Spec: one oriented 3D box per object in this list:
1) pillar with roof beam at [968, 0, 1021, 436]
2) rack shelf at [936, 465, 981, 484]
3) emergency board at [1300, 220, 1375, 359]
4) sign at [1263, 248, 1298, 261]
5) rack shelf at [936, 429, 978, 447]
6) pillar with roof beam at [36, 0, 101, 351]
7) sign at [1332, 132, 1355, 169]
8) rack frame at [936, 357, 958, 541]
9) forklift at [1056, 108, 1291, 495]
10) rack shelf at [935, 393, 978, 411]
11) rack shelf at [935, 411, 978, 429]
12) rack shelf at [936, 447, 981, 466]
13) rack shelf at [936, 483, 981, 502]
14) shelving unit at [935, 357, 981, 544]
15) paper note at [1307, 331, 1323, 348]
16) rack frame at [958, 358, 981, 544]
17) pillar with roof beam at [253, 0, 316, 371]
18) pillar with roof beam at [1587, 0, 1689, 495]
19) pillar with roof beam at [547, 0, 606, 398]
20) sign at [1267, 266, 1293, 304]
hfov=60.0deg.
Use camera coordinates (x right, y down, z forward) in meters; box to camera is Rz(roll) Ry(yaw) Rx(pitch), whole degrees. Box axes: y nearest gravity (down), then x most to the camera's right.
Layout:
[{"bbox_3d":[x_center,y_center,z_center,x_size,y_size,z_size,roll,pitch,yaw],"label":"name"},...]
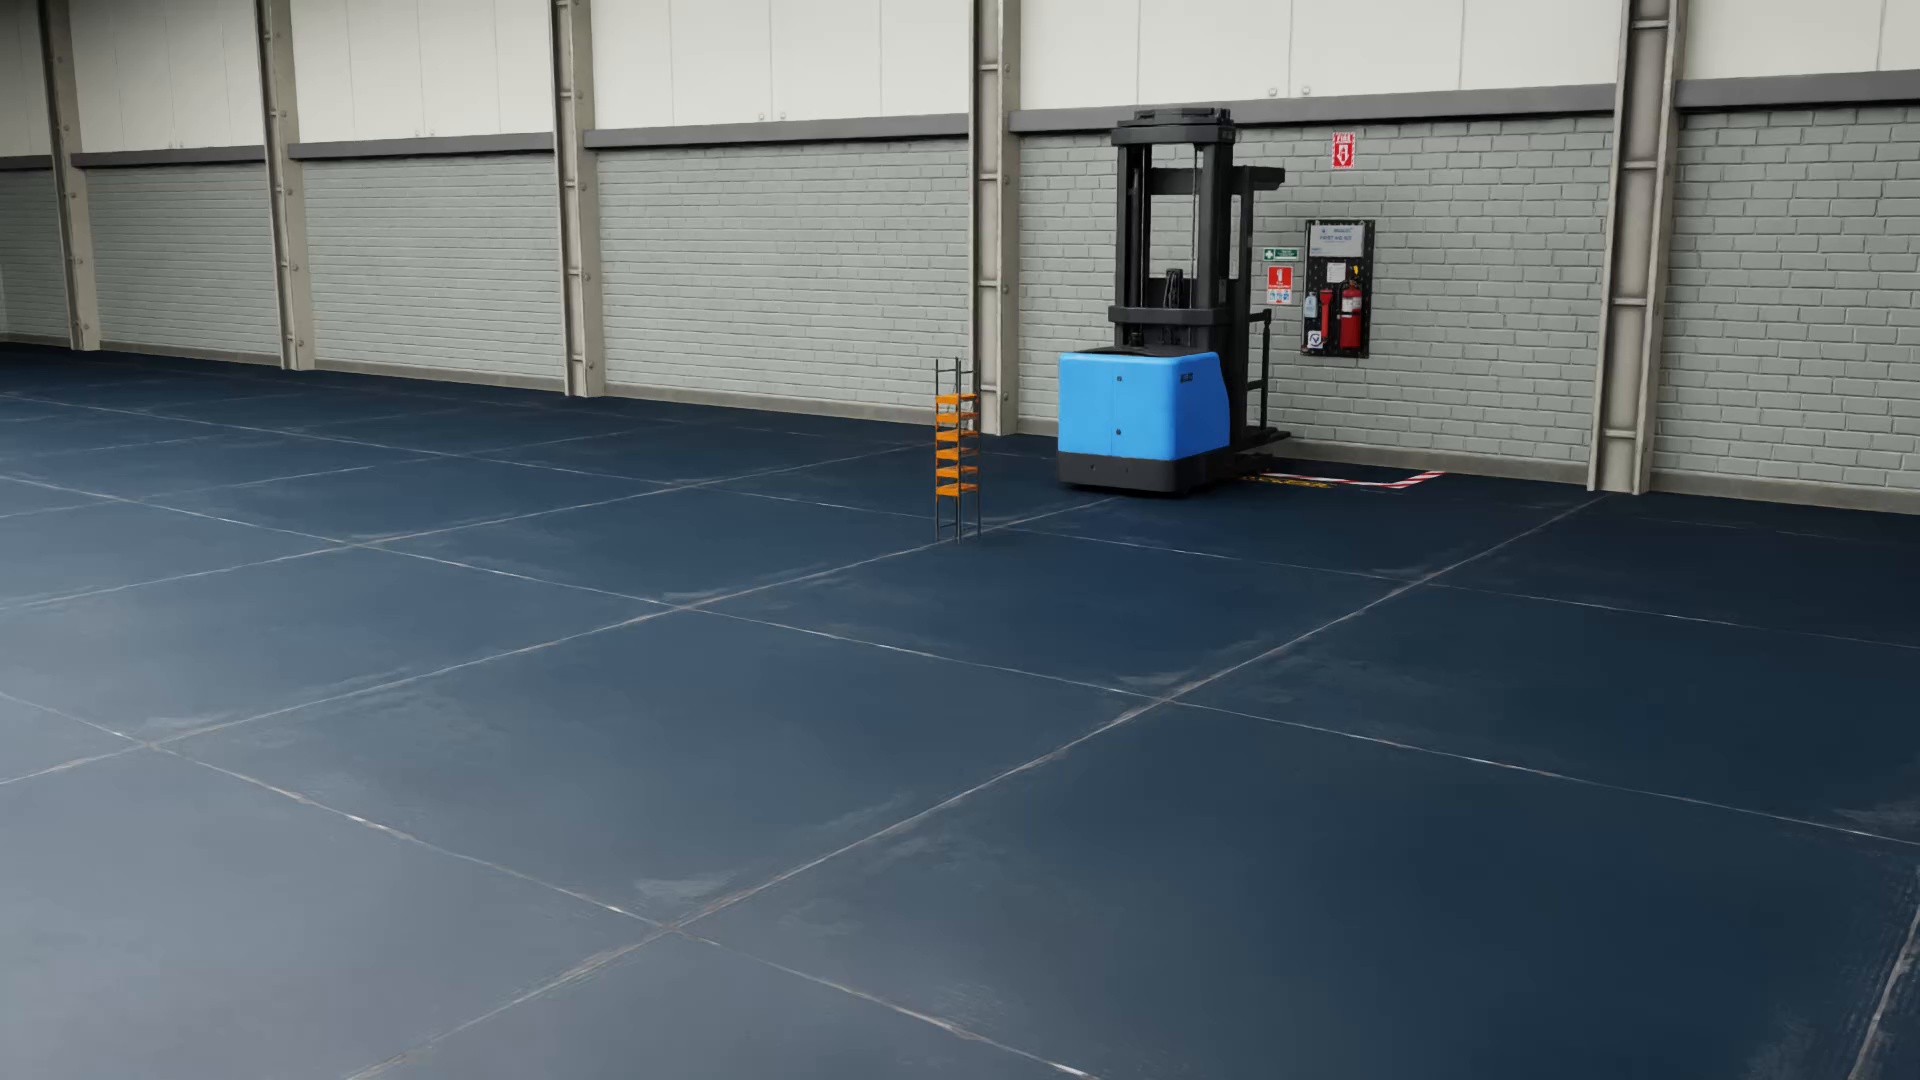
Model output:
[{"bbox_3d":[-2.218,-4.824,12.276,0.400,9.000,9.100,8,13,36],"label":"pillar with roof beam"},{"bbox_3d":[-0.012,-0.429,10.955,0.180,0.103,0.258,8,13,36],"label":"rack shelf"},{"bbox_3d":[3.197,-2.147,14.232,0.643,1.169,0.194,8,13,36],"label":"emergency board"},{"bbox_3d":[2.811,-2.501,14.571,0.331,0.109,0.001,8,13,36],"label":"sign"},{"bbox_3d":[-0.012,-0.665,10.910,0.180,0.103,0.258,8,13,36],"label":"rack shelf"},{"bbox_3d":[-16.726,-6.848,22.736,0.400,9.000,9.100,8,13,36],"label":"pillar with roof beam"},{"bbox_3d":[3.249,-3.302,14.095,0.199,0.298,0.001,8,13,36],"label":"sign"},{"bbox_3d":[-0.085,-0.601,10.977,0.006,1.200,0.240,8,13,36],"label":"rack frame"},{"bbox_3d":[1.977,-2.017,13.741,1.130,2.935,3.031,7,13,32],"label":"forklift"},{"bbox_3d":[-0.012,-0.901,10.864,0.180,0.103,0.258,8,13,36],"label":"rack shelf"},{"bbox_3d":[-0.012,-0.783,10.887,0.180,0.103,0.258,8,13,36],"label":"rack shelf"},{"bbox_3d":[-0.012,-0.547,10.933,0.180,0.103,0.258,8,13,36],"label":"rack shelf"},{"bbox_3d":[-0.012,-0.311,10.978,0.180,0.103,0.258,8,13,36],"label":"rack shelf"},{"bbox_3d":[-0.012,-0.591,10.924,0.189,1.200,0.258,8,13,36],"label":"shelving unit"},{"bbox_3d":[3.095,-1.745,14.473,0.142,0.148,0.016,8,13,36],"label":"paper note"},{"bbox_3d":[0.062,-0.580,10.871,0.006,1.200,0.240,8,13,36],"label":"rack frame"},{"bbox_3d":[-11.890,-6.174,19.249,0.400,9.000,9.100,8,13,36],"label":"pillar with roof beam"},{"bbox_3d":[2.618,-4.150,8.789,0.400,9.000,9.100,8,13,36],"label":"pillar with roof beam"},{"bbox_3d":[-7.054,-5.499,15.762,0.400,9.000,9.100,8,13,36],"label":"pillar with roof beam"},{"bbox_3d":[2.812,-2.243,14.631,0.234,0.329,0.001,8,13,36],"label":"sign"}]
